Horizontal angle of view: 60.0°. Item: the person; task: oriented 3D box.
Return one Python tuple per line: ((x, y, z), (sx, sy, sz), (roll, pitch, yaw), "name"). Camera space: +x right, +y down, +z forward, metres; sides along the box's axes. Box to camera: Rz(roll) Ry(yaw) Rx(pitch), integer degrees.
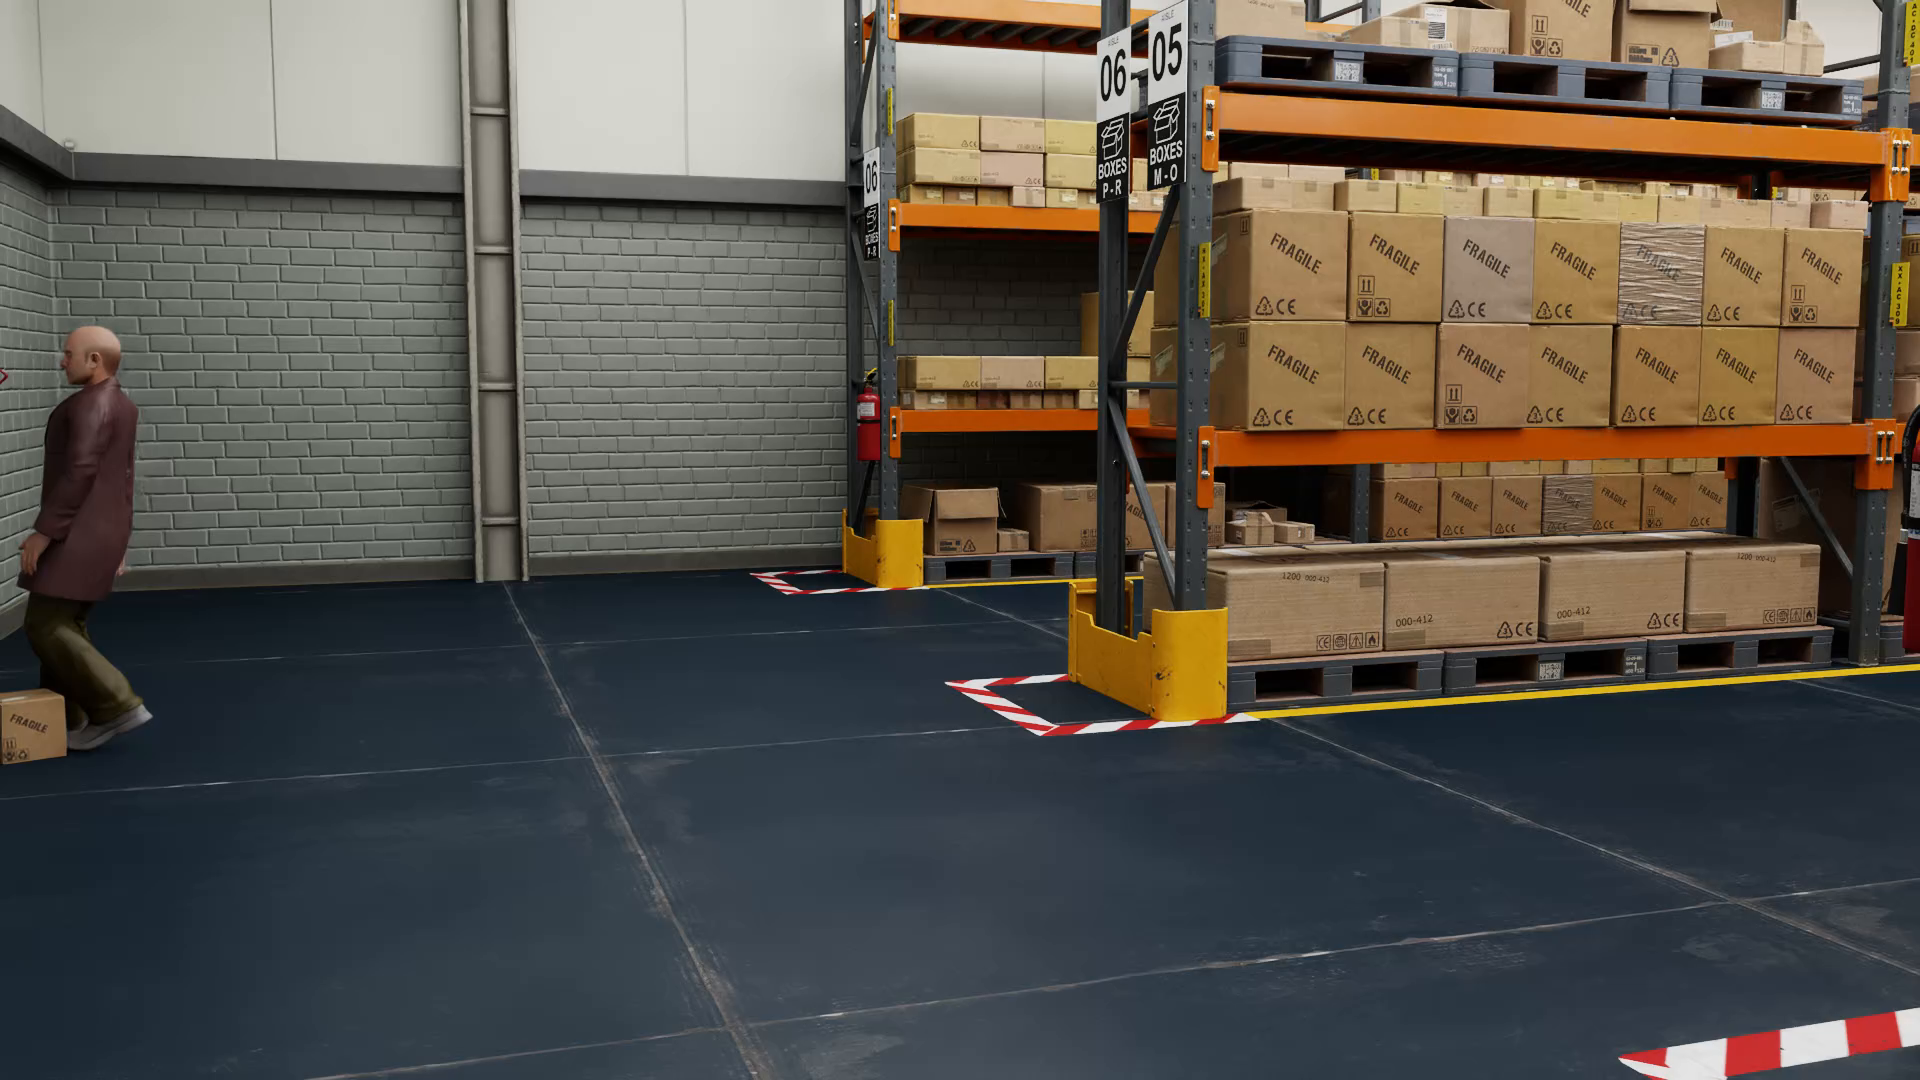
((-3.739, -0.002, 6.905), (0.701, 1.764, 0.634), (-1, 6, -9), "person")
